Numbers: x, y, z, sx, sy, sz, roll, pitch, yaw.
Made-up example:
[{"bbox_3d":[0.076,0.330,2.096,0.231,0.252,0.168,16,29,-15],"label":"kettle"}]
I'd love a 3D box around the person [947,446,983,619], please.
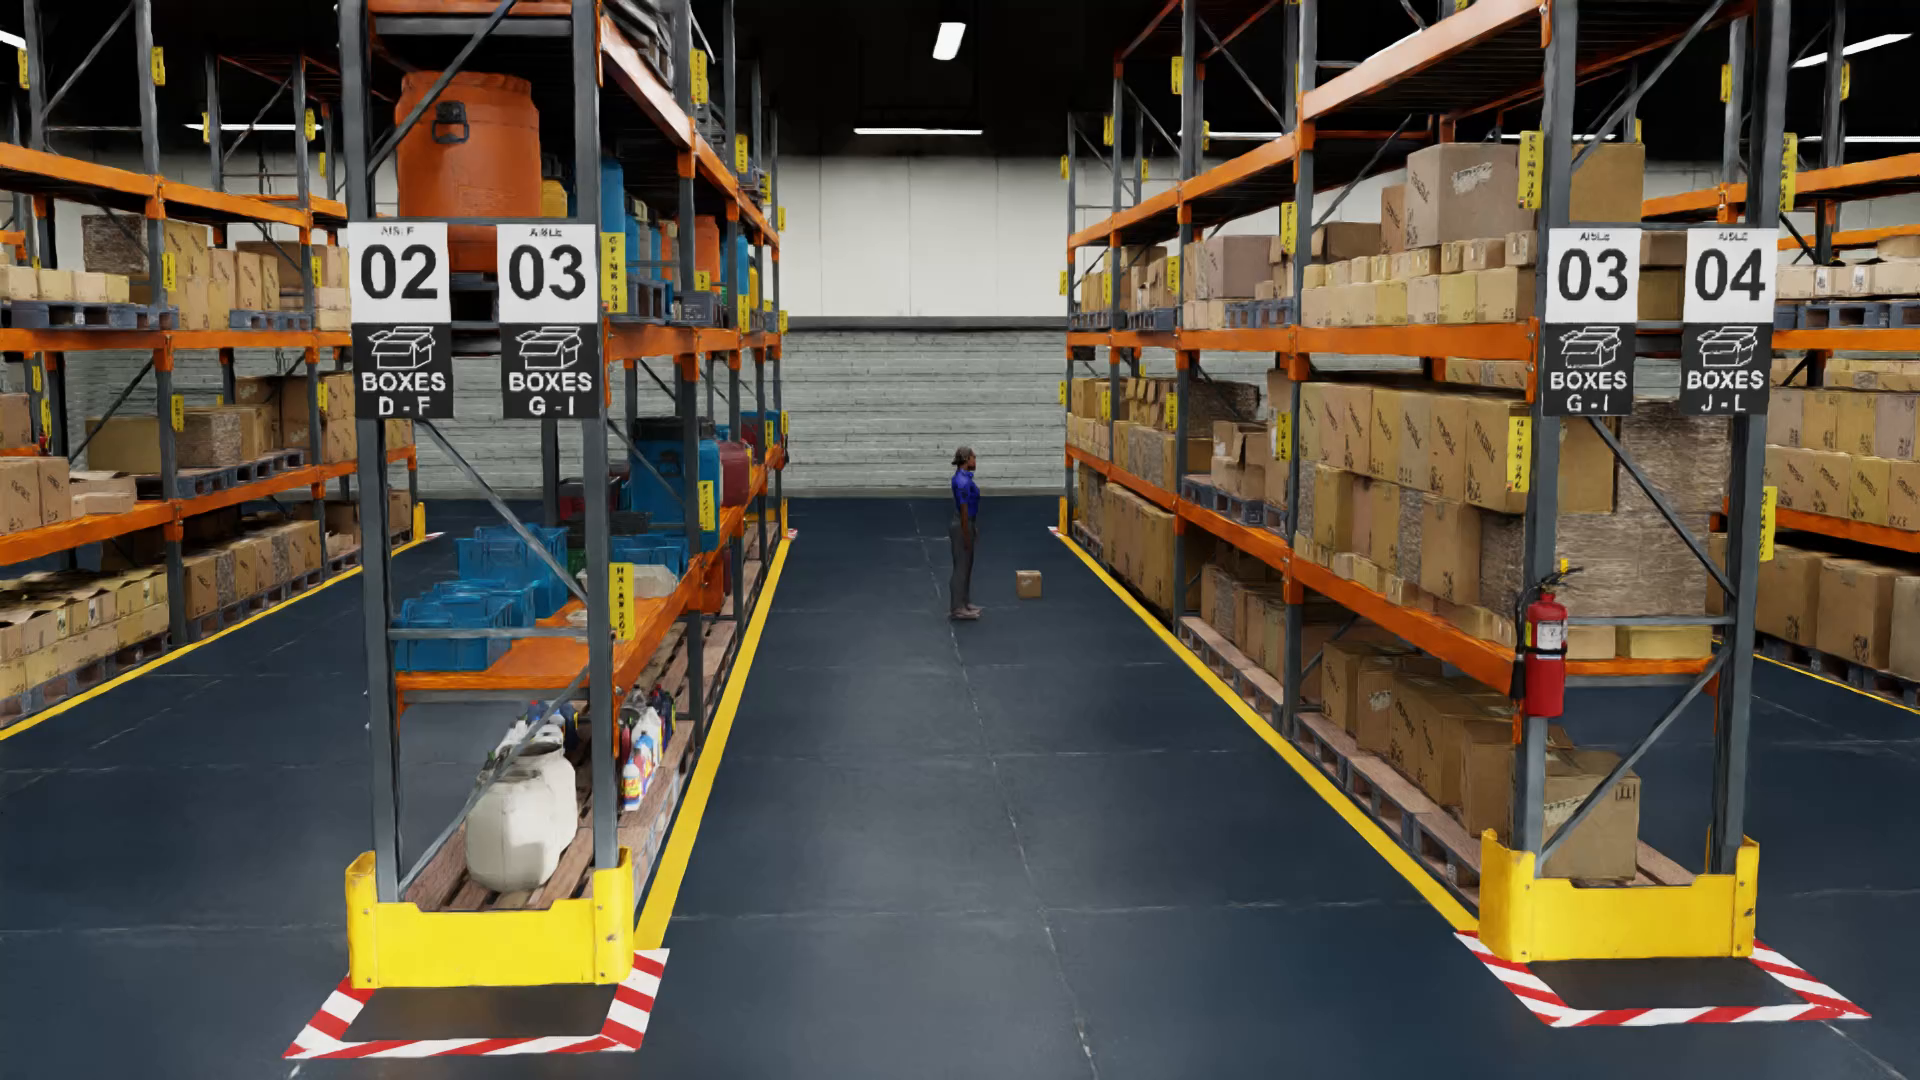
[{"bbox_3d":[0.059,-0.087,16.307,0.355,1.664,0.489,0,7,-3],"label":"person"}]
